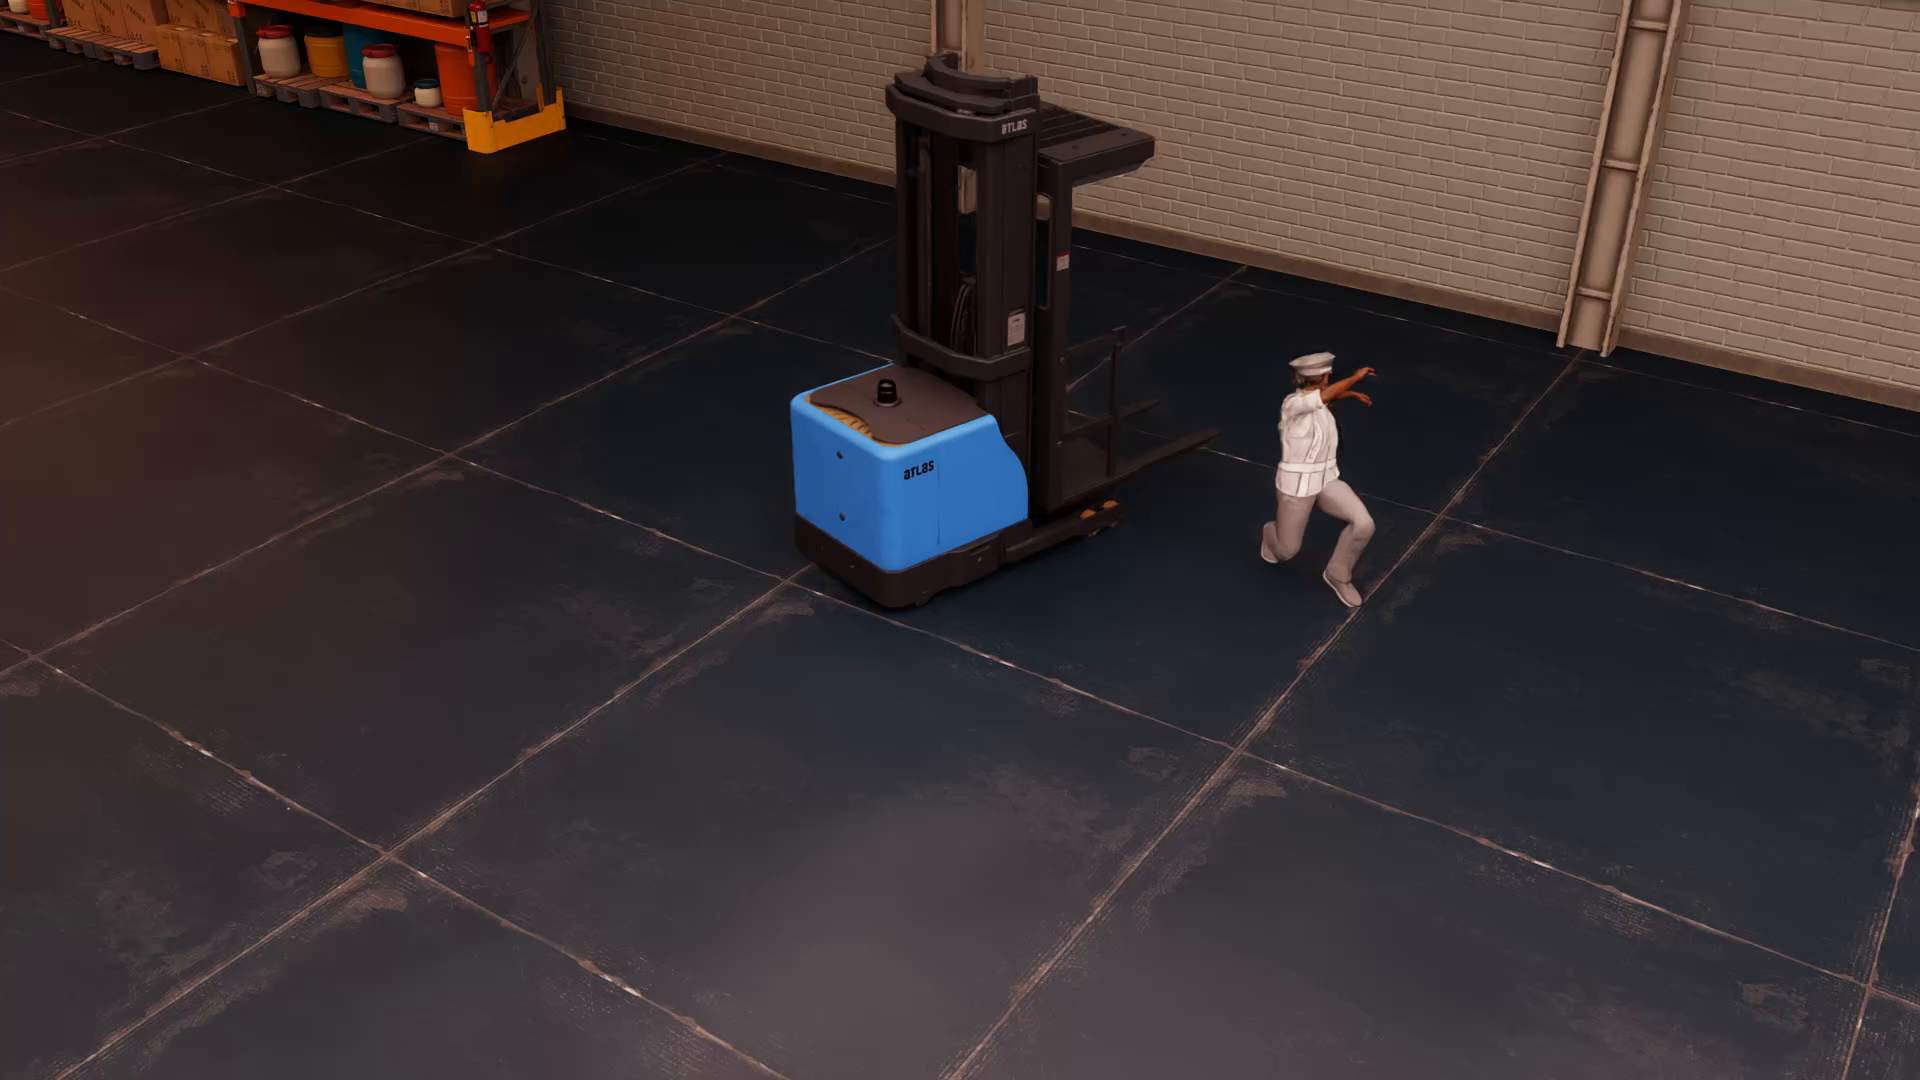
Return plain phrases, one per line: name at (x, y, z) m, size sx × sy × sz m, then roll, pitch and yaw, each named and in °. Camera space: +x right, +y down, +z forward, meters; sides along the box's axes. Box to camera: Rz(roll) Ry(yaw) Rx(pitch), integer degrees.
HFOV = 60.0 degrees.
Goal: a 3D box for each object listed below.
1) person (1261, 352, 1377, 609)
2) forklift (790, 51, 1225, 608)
person at (2.298, -0.433, 9.878) m, size 0.964 × 1.397 × 0.884 m, roll -17°, pitch 34°, yaw -27°
forklift at (0.434, -1.475, 10.121) m, size 3.031 × 2.935 × 1.130 m, roll -23°, pitch 37°, yaw -33°
